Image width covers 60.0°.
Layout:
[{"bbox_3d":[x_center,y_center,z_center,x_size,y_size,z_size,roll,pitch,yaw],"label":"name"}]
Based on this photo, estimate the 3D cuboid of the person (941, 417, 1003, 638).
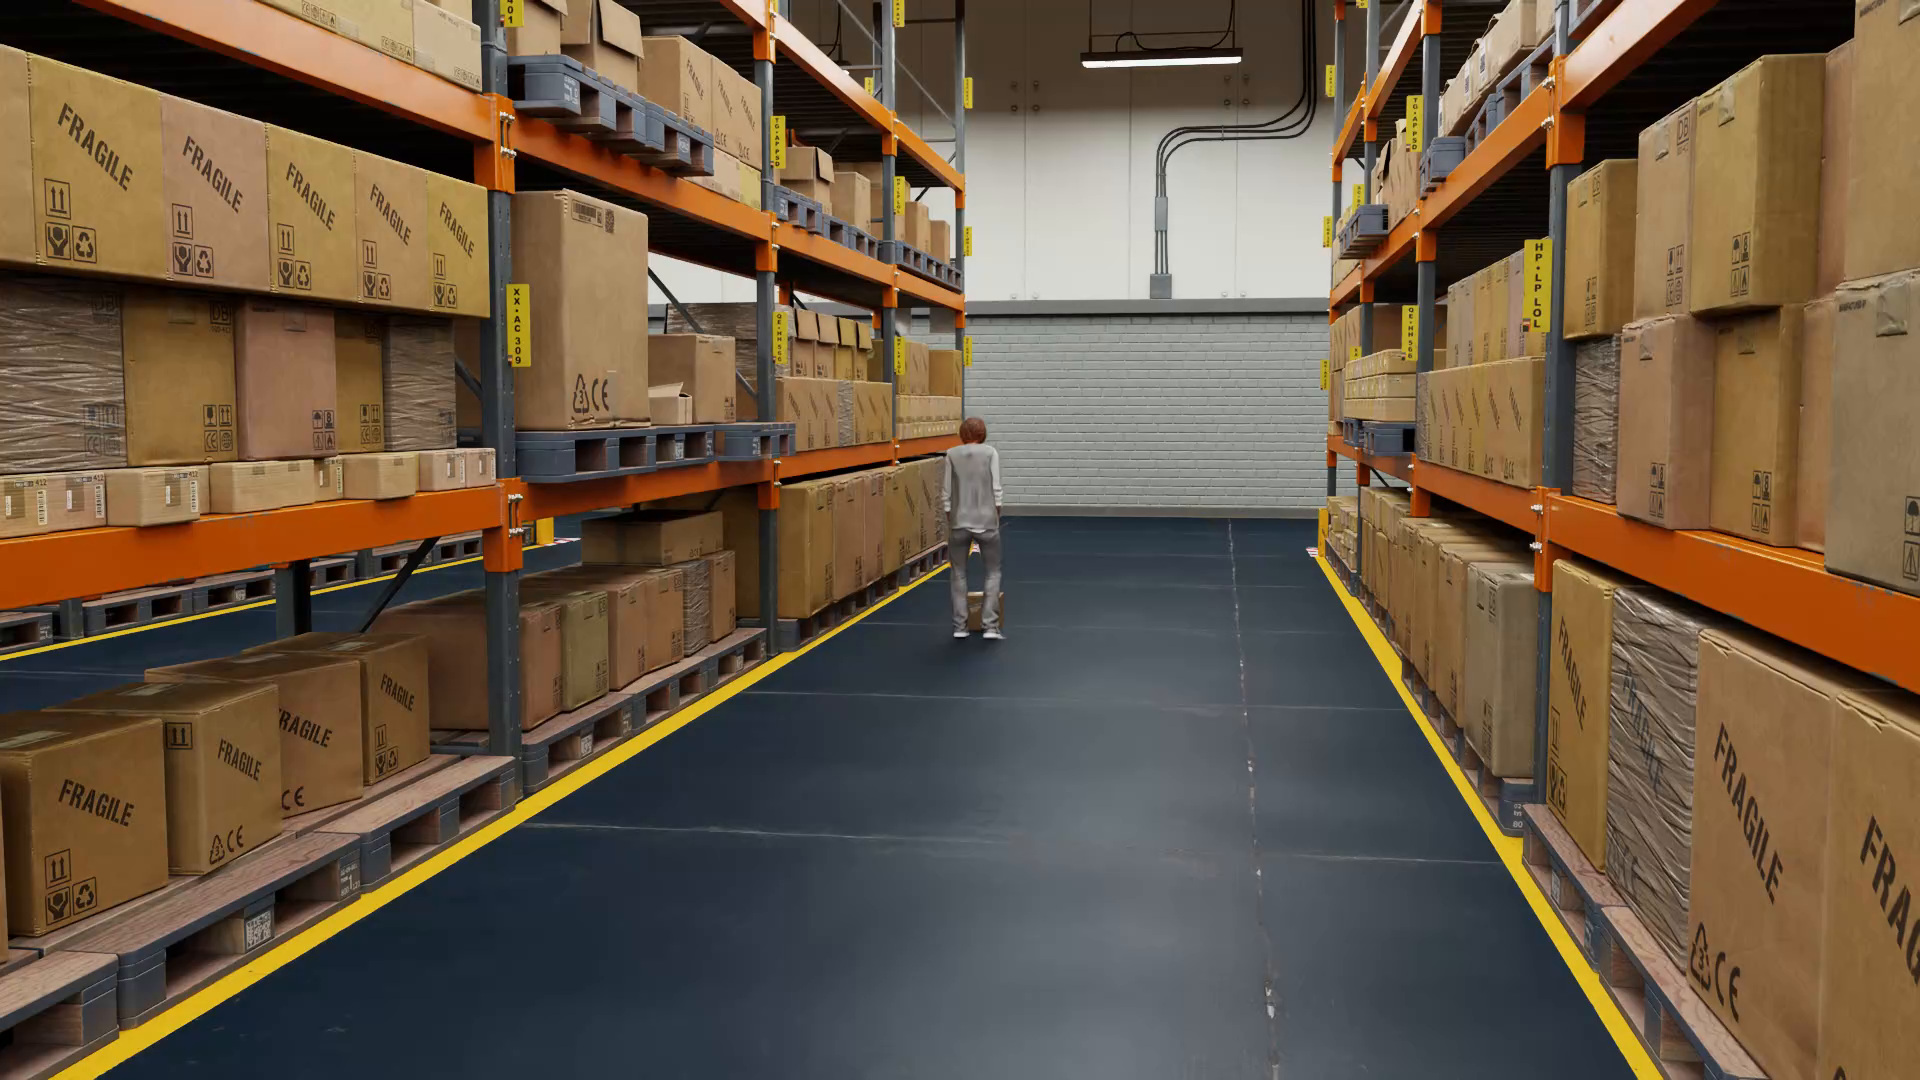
[{"bbox_3d":[0.079,-0.082,11.547,0.433,1.539,0.417,1,5,10],"label":"person"}]
